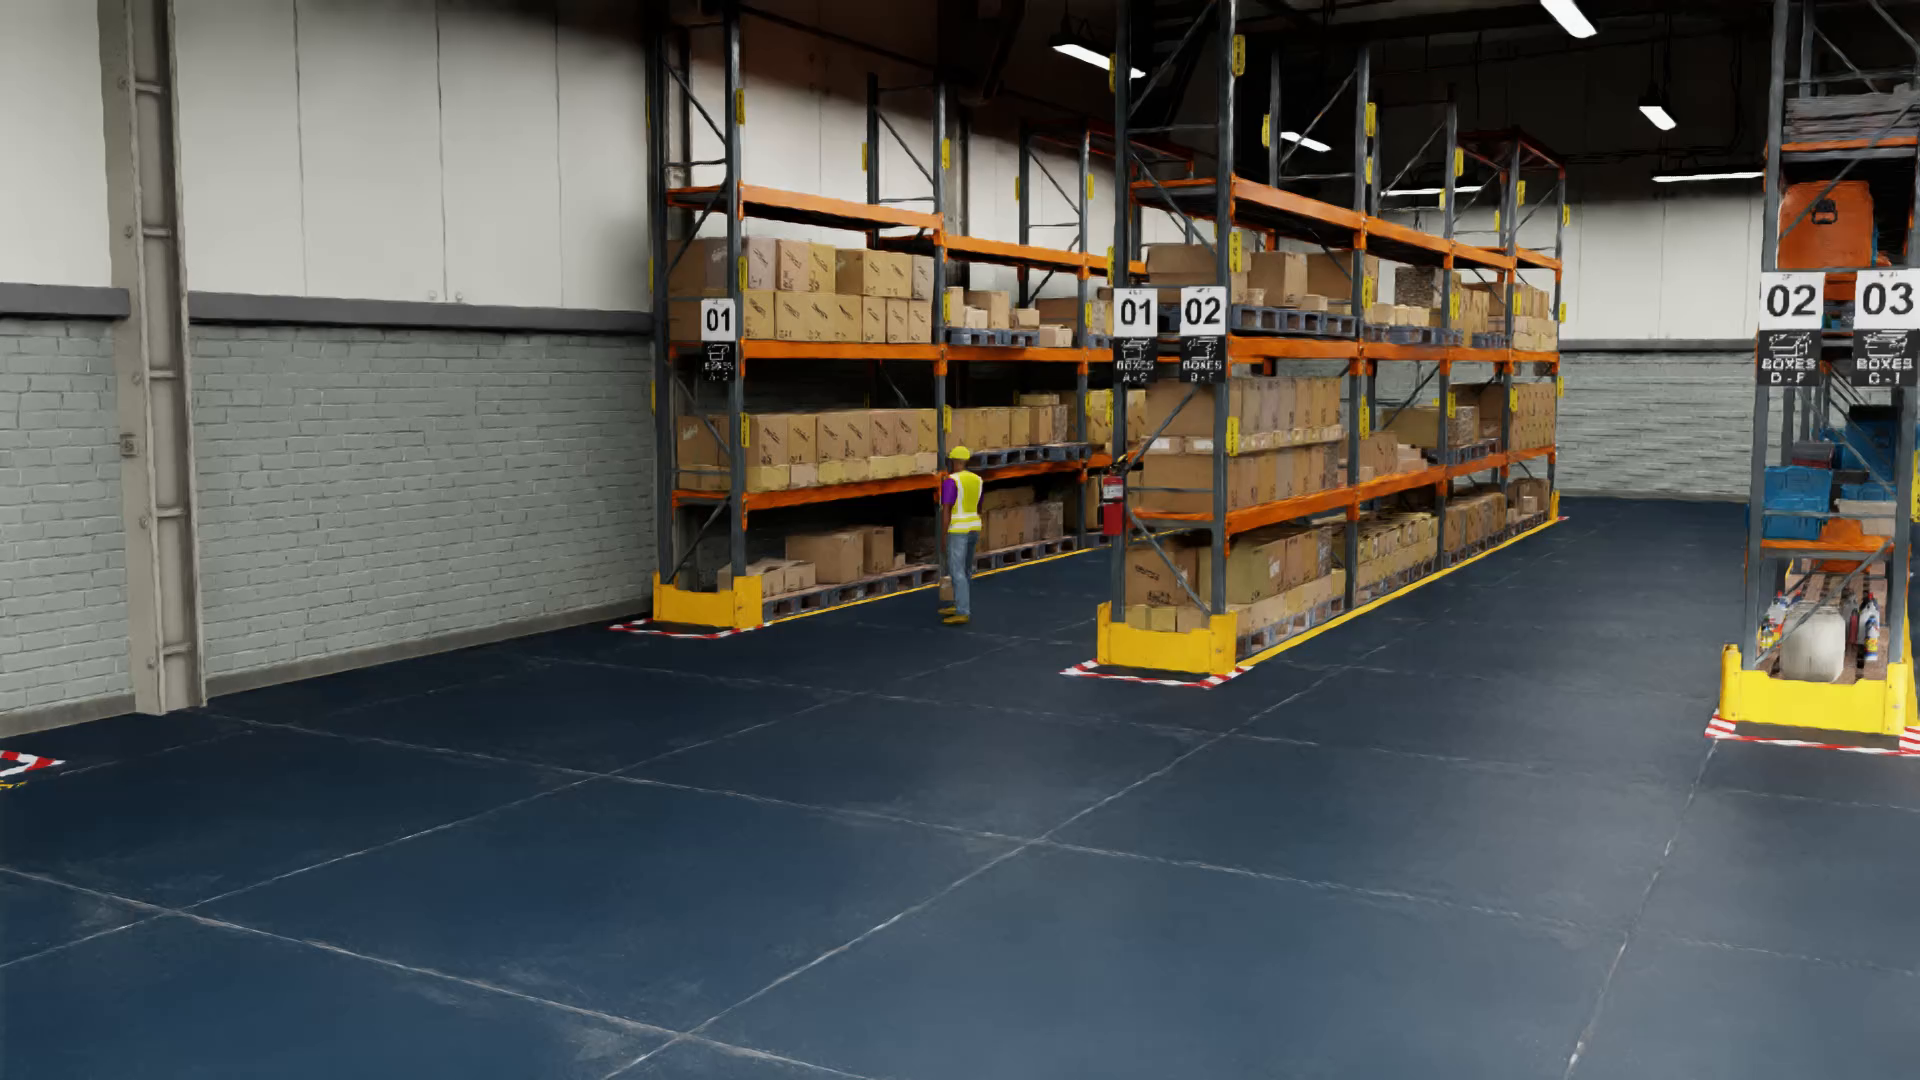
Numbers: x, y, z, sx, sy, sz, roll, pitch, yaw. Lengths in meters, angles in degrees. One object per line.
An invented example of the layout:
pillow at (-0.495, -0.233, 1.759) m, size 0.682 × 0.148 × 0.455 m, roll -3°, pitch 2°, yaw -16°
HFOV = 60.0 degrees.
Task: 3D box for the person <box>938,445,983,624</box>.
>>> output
person at (-0.015, -0.065, 16.691) m, size 0.599 × 1.762 × 0.634 m, roll 4°, pitch 7°, yaw 36°
